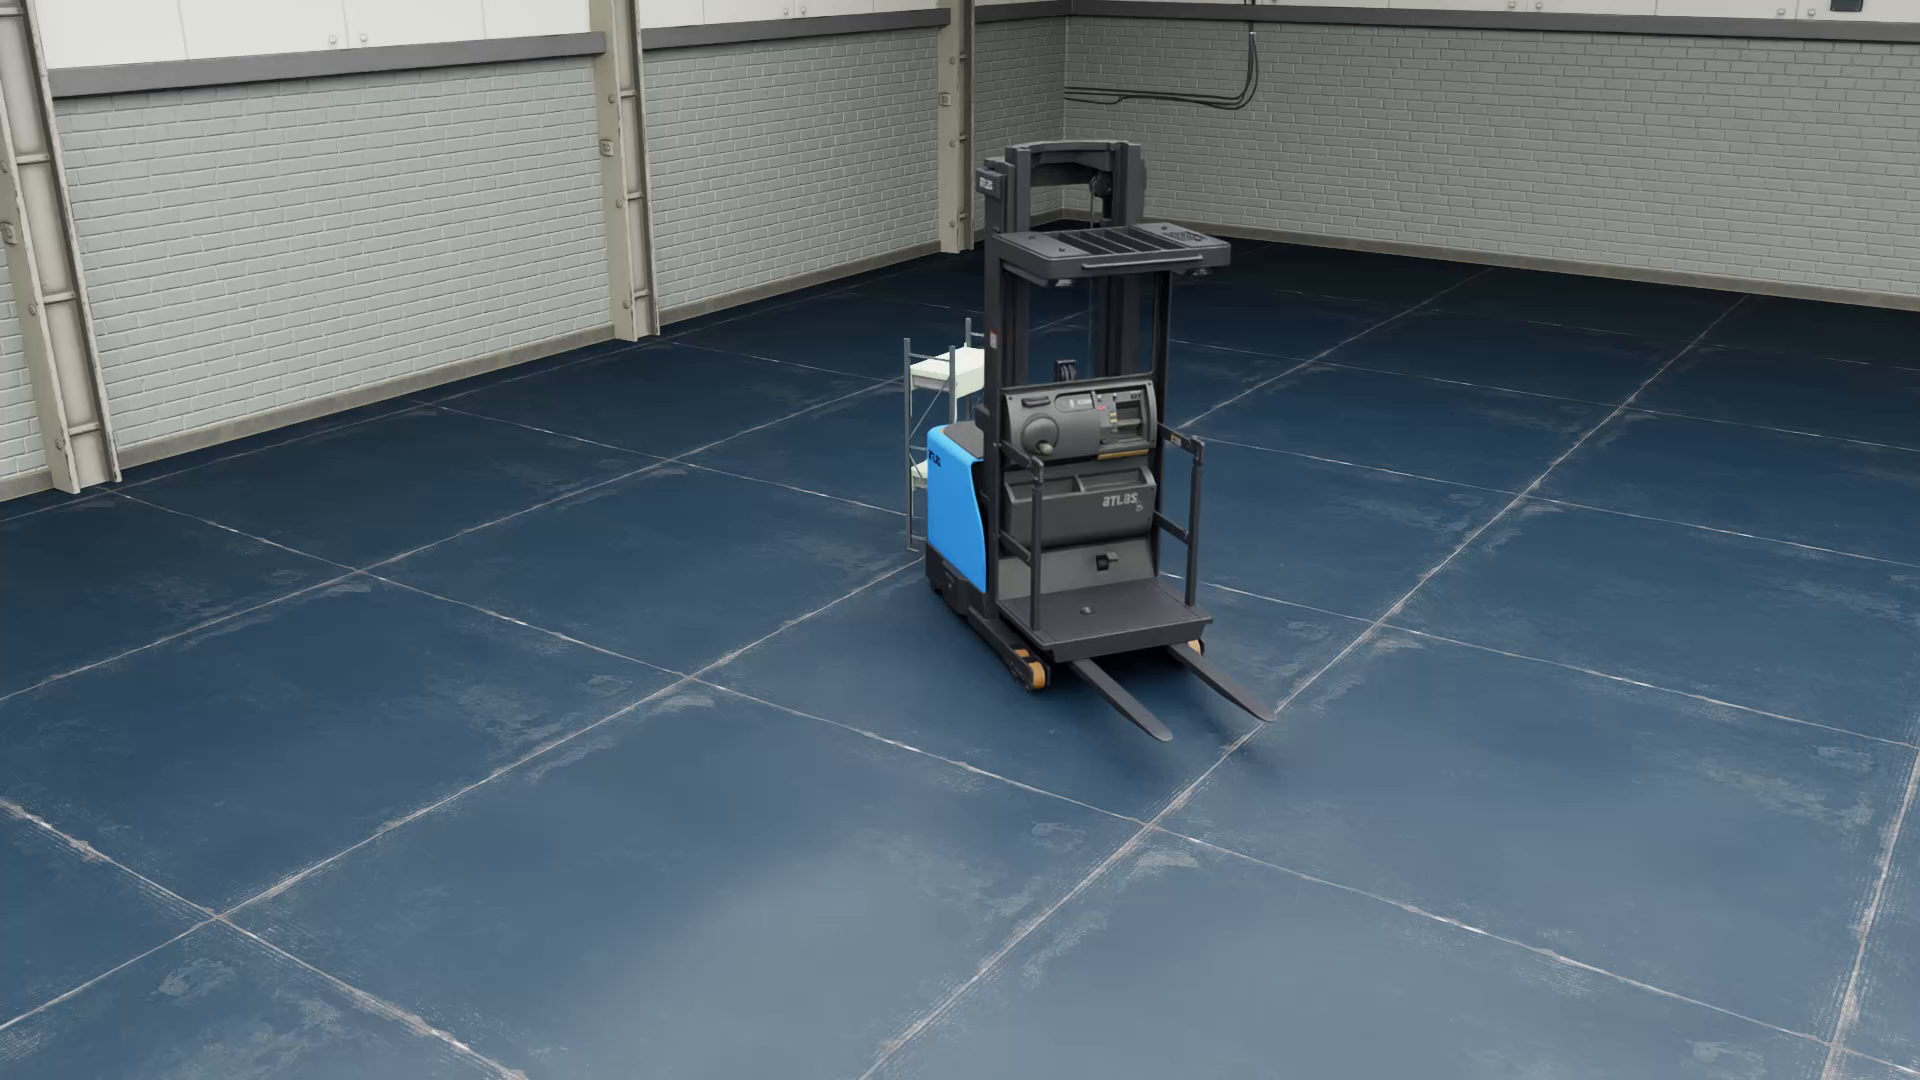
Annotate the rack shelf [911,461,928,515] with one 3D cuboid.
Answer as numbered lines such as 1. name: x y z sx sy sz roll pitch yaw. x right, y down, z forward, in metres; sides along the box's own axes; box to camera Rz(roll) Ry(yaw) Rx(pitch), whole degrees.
1. rack shelf: -8.277 3.931 0.261 6.000 0.609 30.141 13 24 32

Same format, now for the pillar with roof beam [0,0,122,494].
1. pillar with roof beam: -3.234 -3.819 9.119 9.100 9.000 0.400 13 24 32

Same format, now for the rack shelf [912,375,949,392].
1. rack shelf: 0.004 -1.138 11.350 0.332 0.071 0.664 13 24 32

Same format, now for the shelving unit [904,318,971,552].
1. shelving unit: -8.272 3.510 0.113 6.000 1.500 30.159 13 24 32

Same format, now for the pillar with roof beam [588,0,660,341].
1. pillar with roof beam: 0.139 -5.541 13.773 9.100 9.000 0.400 13 24 32

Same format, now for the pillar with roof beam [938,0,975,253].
1. pillar with roof beam: 0.782 -1.637 3.148 22.890 9.050 30.400 13 24 32

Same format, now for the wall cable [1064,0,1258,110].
1. wall cable: 2.701 -7.233 22.823 3.097 2.526 0.112 13 24 32

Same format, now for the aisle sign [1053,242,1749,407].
1. aisle sign: 5.174 -2.650 18.928 6.000 0.001 6.000 13 24 32

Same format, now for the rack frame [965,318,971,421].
1. rack frame: 0.209 -0.810 11.794 0.400 1.500 0.023 13 24 32

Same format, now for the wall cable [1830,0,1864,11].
1. wall cable: 10.544 -8.428 16.677 2.305 6.003 0.169 13 24 32

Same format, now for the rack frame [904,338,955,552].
1. rack frame: -0.202 -0.600 11.226 0.400 1.500 0.023 13 24 32
